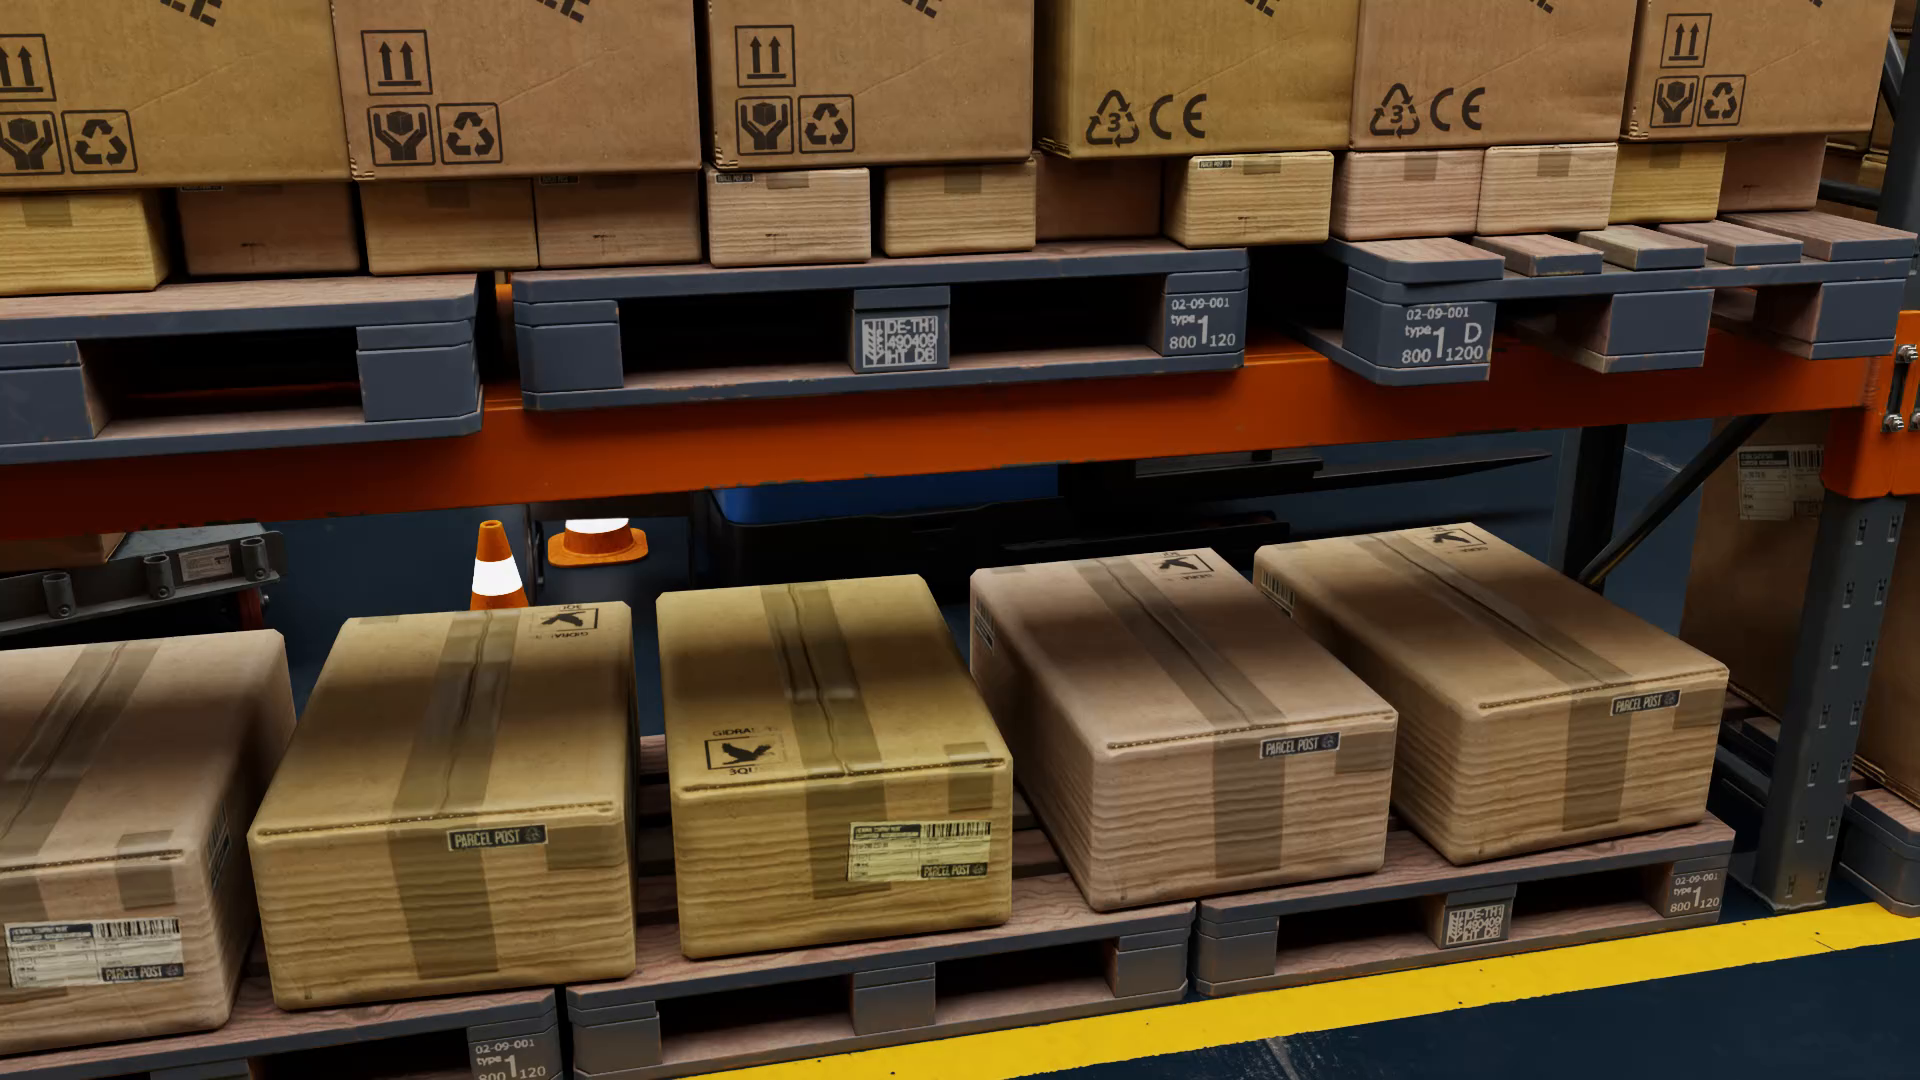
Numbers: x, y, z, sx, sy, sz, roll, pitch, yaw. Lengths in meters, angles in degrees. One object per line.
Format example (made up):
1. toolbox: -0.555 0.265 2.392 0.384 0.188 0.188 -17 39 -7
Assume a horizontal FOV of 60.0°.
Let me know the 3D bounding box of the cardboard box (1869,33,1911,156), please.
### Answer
1. cardboard box: 2.259 -0.890 3.375 0.500 0.250 0.500 -5 21 -13

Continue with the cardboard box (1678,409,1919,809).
1. cardboard box: 2.400 0.005 3.918 0.875 0.875 0.875 -5 21 -13

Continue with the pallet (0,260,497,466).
1. pallet: -1.406 -0.374 2.752 1.213 0.211 1.003 -5 21 -12

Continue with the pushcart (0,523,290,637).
1. pushcart: -2.757 0.020 5.211 0.936 0.377 1.648 -13 24 -31

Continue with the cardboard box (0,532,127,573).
1. cardboard box: -2.622 -0.227 4.607 0.500 0.500 0.500 -5 21 -12

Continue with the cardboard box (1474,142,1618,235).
1. cardboard box: 0.965 -0.663 3.017 0.250 0.149 0.380 -5 21 -13

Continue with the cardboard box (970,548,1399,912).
1. cardboard box: 0.441 0.371 3.651 0.625 0.372 0.950 -5 21 -14

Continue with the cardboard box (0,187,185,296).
1. cardboard box: -1.328 -0.486 2.535 0.250 0.149 0.380 -4 21 -11

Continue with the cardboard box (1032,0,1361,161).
1. cardboard box: 0.339 -0.938 2.827 0.500 0.500 0.500 -6 21 -16

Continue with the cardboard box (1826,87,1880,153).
1. cardboard box: 2.122 -1.056 3.828 0.500 0.250 0.500 -5 21 -13

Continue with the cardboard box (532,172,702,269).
1. cardboard box: -0.569 -0.559 2.735 0.250 0.149 0.380 -4 21 -12

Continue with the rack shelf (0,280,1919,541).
1. rack shelf: -0.237 -0.272 3.243 4.000 0.370 1.077 -5 21 -12

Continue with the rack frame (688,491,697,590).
1. rack frame: -0.828 -0.809 4.959 0.015 2.100 0.400 -2 21 -9

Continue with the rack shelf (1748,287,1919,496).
1. rack shelf: 3.656 -0.589 4.107 4.000 0.370 1.077 -5 21 -12

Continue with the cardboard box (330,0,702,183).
1. cardboard box: -0.690 -0.851 2.589 0.500 0.500 0.500 -5 21 -13

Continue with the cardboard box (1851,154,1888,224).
1. cardboard box: 2.243 -0.653 3.453 0.500 0.250 0.500 -5 21 -13

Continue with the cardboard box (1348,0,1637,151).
1. cardboard box: 0.830 -0.979 2.937 0.500 0.500 0.500 -5 21 -13

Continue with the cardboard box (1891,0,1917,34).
1. cardboard box: 2.245 -1.242 3.245 0.500 0.500 0.500 -5 21 -14

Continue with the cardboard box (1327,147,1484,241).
1. cardboard box: 0.718 -0.645 2.970 0.250 0.149 0.380 -6 21 -15

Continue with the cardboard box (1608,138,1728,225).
1. cardboard box: 1.200 -0.698 3.113 0.250 0.149 0.380 -4 21 -12

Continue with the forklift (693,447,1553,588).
1. forklift: 0.599 -1.438 5.478 3.031 2.935 1.130 -6 21 -16

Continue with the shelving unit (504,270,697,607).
1. shelving unit: -1.069 -0.800 4.919 0.503 2.100 0.431 -2 21 -9

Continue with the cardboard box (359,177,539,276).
1. cardboard box: -0.810 -0.540 2.683 0.250 0.149 0.380 -4 21 -12

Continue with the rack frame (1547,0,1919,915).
1. rack frame: 1.709 -0.768 3.551 0.127 3.000 1.000 -5 21 -12

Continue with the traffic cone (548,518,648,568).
1. traffic cone: -1.247 -0.185 5.647 0.334 0.463 0.336 -5 21 -12

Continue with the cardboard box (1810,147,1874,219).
1. cardboard box: 2.142 -0.825 3.924 0.500 0.250 0.500 -5 21 -14

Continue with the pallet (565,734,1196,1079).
1. pallet: -0.237 0.698 3.603 1.213 0.211 1.003 -5 21 -12

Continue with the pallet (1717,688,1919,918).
1. pallet: 2.494 0.504 4.133 1.213 0.211 1.003 -5 21 -12

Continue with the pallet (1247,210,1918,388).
1. pallet: 1.040 -0.586 3.333 1.003 0.211 1.213 -5 21 -12

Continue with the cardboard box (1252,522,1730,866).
1. cardboard box: 1.157 0.310 3.818 0.625 0.372 0.950 -6 21 -16

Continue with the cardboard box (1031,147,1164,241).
1. cardboard box: 0.180 -0.641 2.959 0.250 0.149 0.380 -4 21 -12

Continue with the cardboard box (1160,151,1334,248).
1. cardboard box: 0.454 -0.619 2.898 0.250 0.149 0.380 -4 21 -12

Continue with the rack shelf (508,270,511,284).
1. rack shelf: -1.069 -0.788 4.924 0.480 0.518 0.431 -2 21 -9

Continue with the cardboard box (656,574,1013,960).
1. cardboard box: -0.298 0.429 3.493 0.625 0.372 0.950 -4 20 -11

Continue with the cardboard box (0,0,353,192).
1. cardboard box: -1.174 -0.817 2.495 0.500 0.500 0.500 -5 21 -12

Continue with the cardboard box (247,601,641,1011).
1. cardboard box: -0.975 0.484 3.341 0.625 0.372 0.950 -3 20 -9

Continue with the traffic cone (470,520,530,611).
1. traffic cone: -1.299 0.173 4.671 0.334 0.463 0.336 -5 21 -12

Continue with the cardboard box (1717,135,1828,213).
1. cardboard box: 1.444 -0.743 3.237 0.250 0.149 0.380 -4 20 -10

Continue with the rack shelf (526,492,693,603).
1. rack shelf: -1.085 -0.134 5.174 0.480 0.518 0.431 -2 21 -9

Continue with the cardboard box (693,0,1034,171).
1. cardboard box: -0.192 -0.895 2.710 0.500 0.500 0.500 -6 21 -15

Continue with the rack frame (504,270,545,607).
1. rack frame: -1.309 -0.791 4.880 0.015 2.100 0.400 -2 21 -9

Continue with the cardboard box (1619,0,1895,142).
1. cardboard box: 1.331 -1.023 3.059 0.500 0.500 0.500 -5 21 -14

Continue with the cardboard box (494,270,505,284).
1. cardboard box: -1.898 -1.396 7.925 0.750 0.750 1.050 -5 21 -12

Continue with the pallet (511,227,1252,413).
1. pallet: -0.208 -0.508 3.119 1.213 0.211 1.003 -5 21 -12

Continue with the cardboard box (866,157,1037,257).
1. cardboard box: -0.045 -0.594 2.829 0.250 0.149 0.380 -5 21 -14

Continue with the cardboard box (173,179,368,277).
1. cardboard box: -1.070 -0.534 2.666 0.250 0.149 0.380 -3 20 -9

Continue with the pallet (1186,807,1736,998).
1. pallet: 0.948 0.602 3.864 1.213 0.211 1.003 -5 21 -12

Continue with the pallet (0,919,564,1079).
1. pallet: -1.426 0.795 3.336 1.213 0.211 1.003 -5 21 -12

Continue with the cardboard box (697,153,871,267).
1. cardboard box: -0.298 -0.563 2.745 0.250 0.149 0.380 -4 20 -10

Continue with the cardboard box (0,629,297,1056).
1. cardboard box: -1.674 0.543 3.183 0.625 0.372 0.950 -4 21 -12
